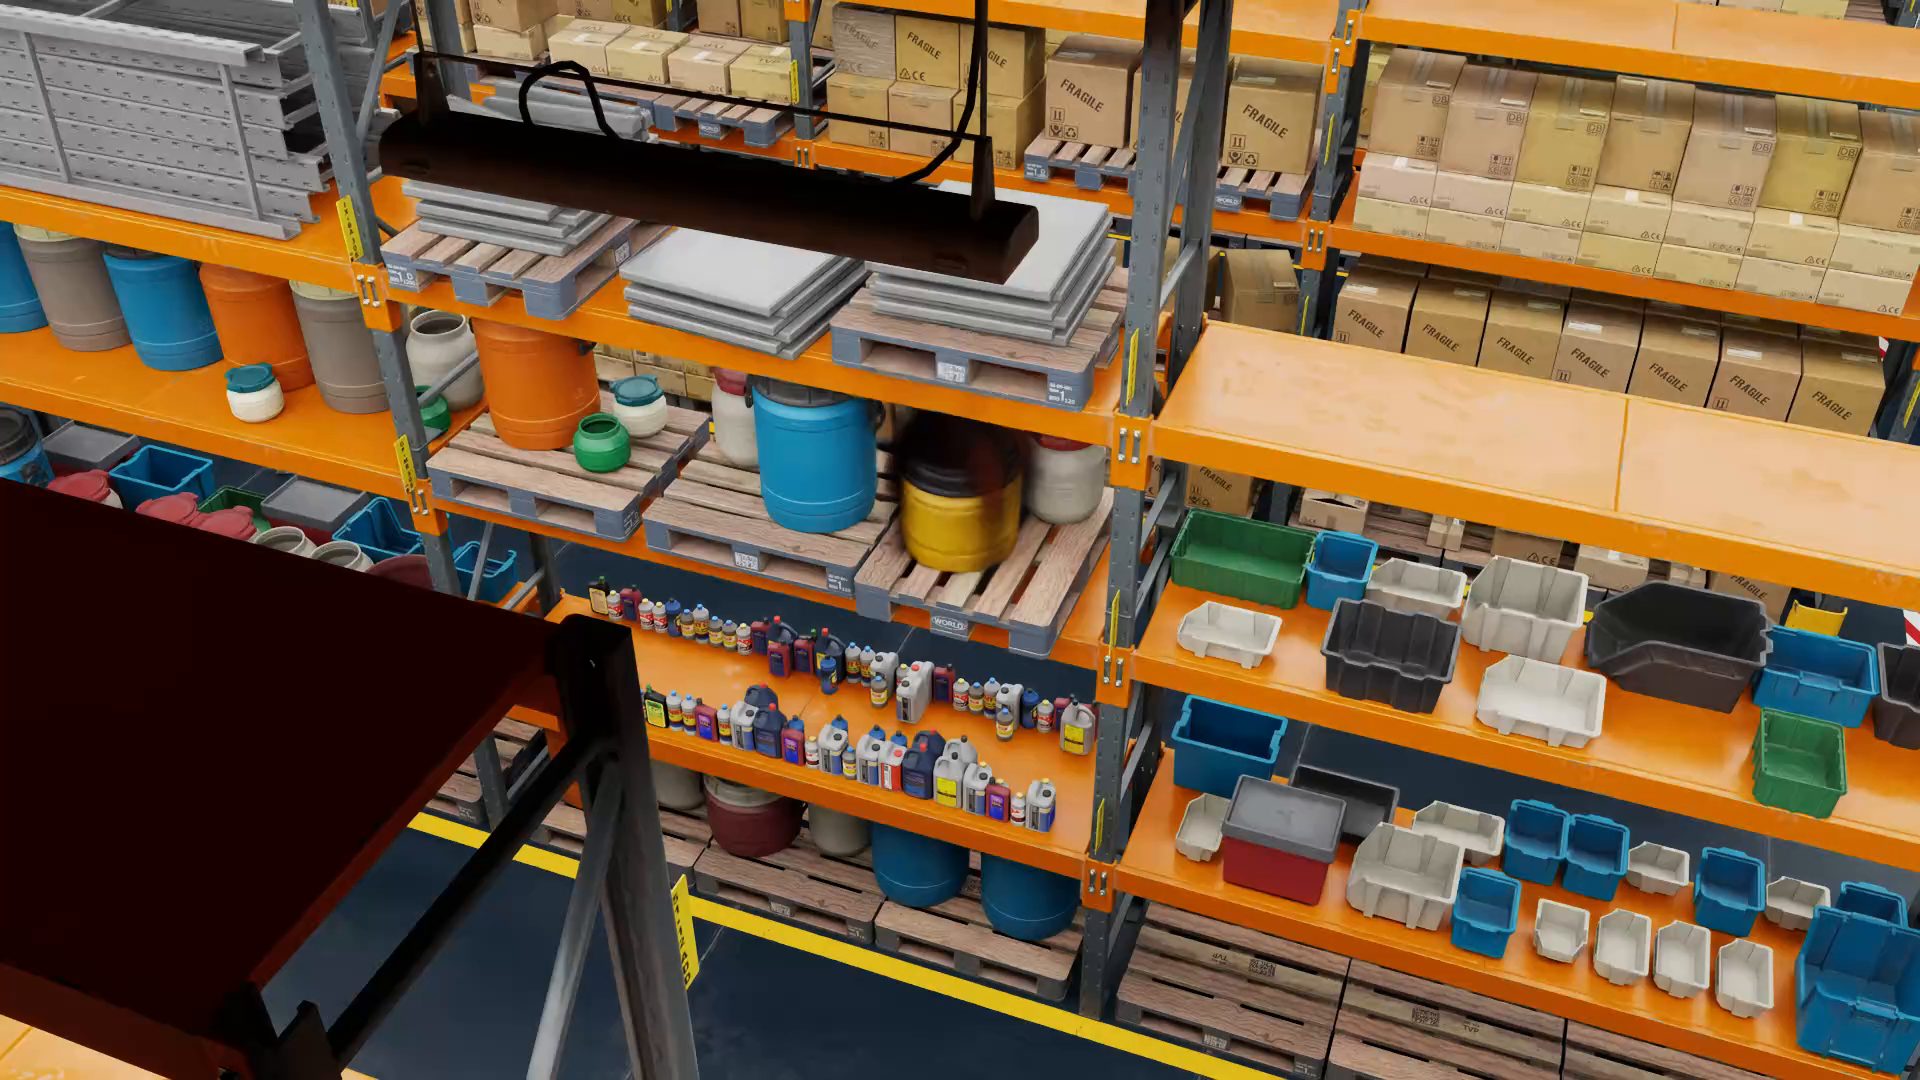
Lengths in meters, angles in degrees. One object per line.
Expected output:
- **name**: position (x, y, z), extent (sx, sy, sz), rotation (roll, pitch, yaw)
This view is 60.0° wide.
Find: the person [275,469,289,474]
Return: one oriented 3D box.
- **person**: position (-5.615, -1.334, 13.714), extent (0.602, 1.813, 0.379), rotation (14, 39, 18)
